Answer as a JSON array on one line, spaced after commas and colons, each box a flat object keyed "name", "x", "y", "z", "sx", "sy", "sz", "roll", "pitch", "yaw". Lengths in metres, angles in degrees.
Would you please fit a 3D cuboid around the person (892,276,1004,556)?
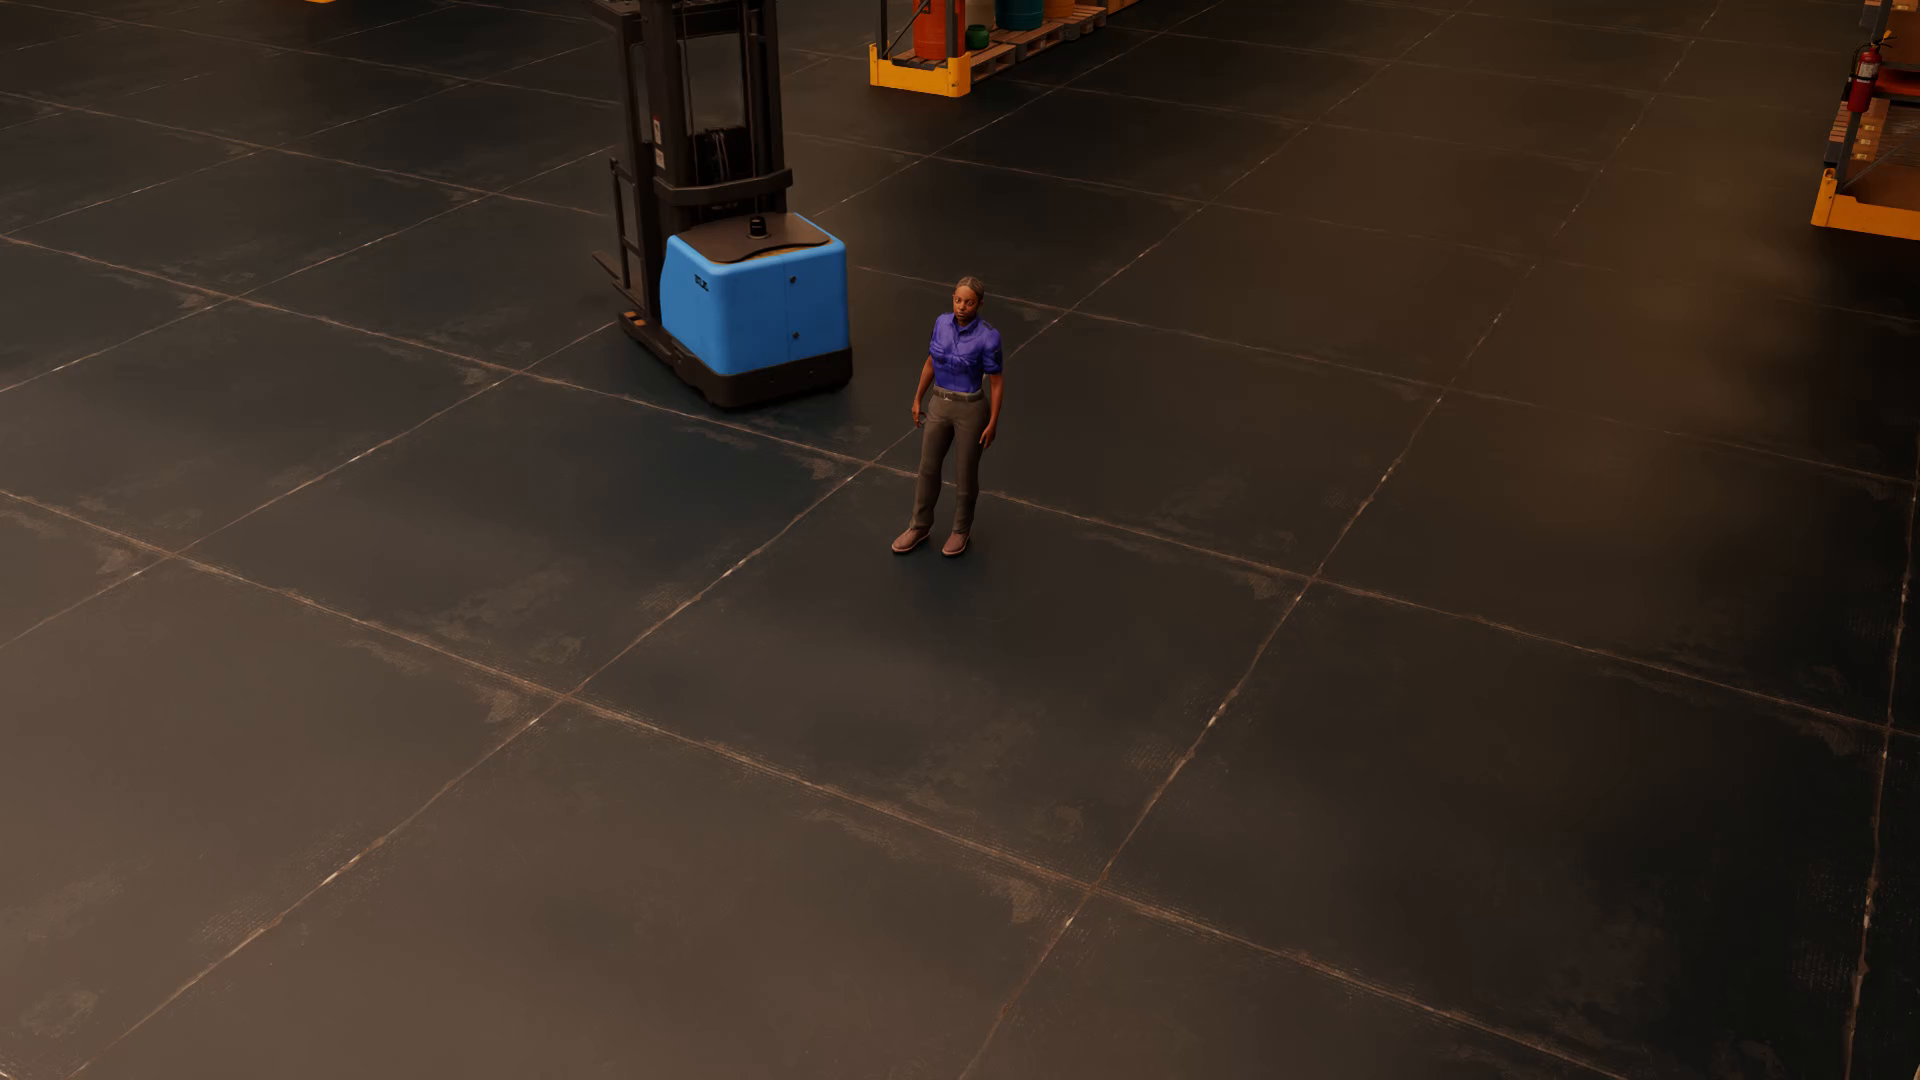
[{"name": "person", "x": -0.060, "y": -0.690, "z": 9.527, "sx": 0.569, "sy": 1.656, "sz": 0.503, "roll": 15, "pitch": 33, "yaw": 25}]

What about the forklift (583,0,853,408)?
[{"name": "forklift", "x": -1.957, "y": -2.879, "z": 12.059, "sx": 1.130, "sy": 2.935, "sz": 3.031, "roll": -17, "pitch": 34, "yaw": -27}]
